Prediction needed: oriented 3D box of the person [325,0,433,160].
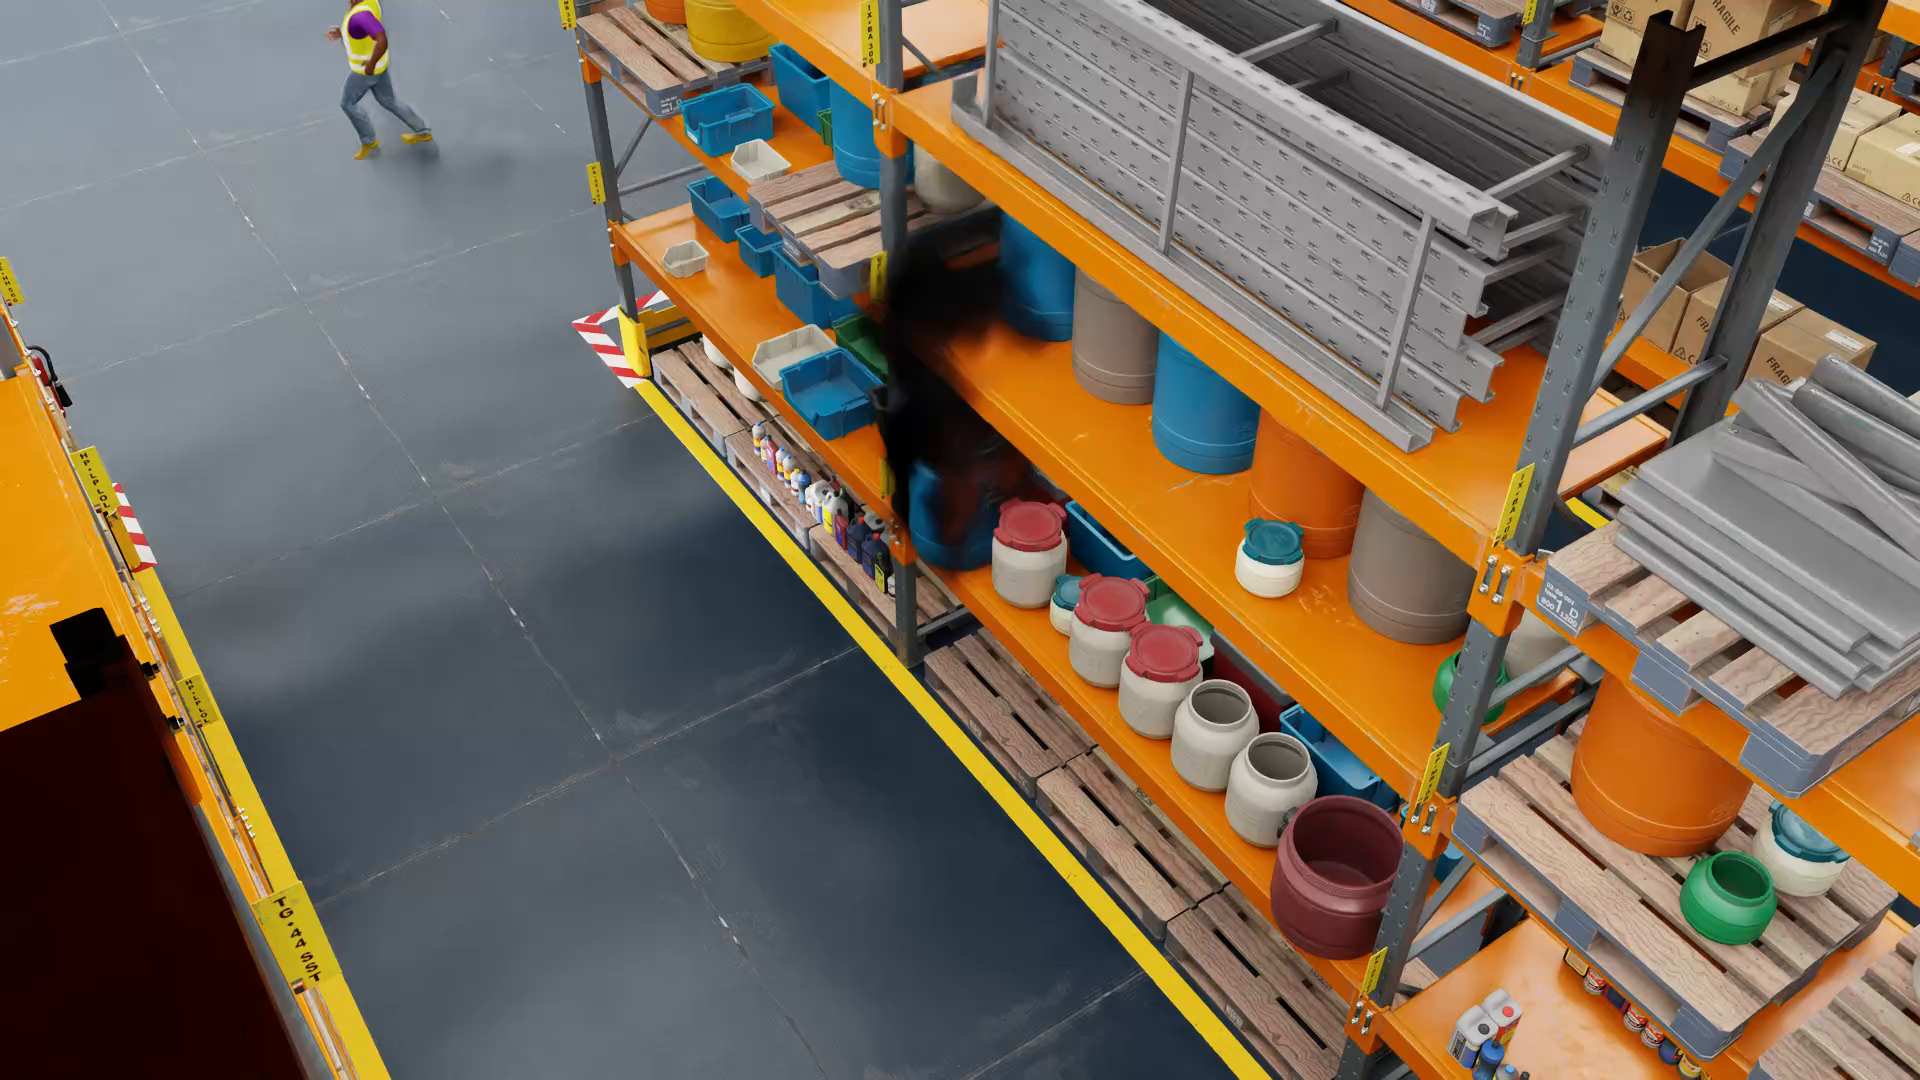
[{"bbox_3d":[-5.369,-4.309,15.175,0.757,1.802,0.707,-1,43,-1],"label":"person"}]
